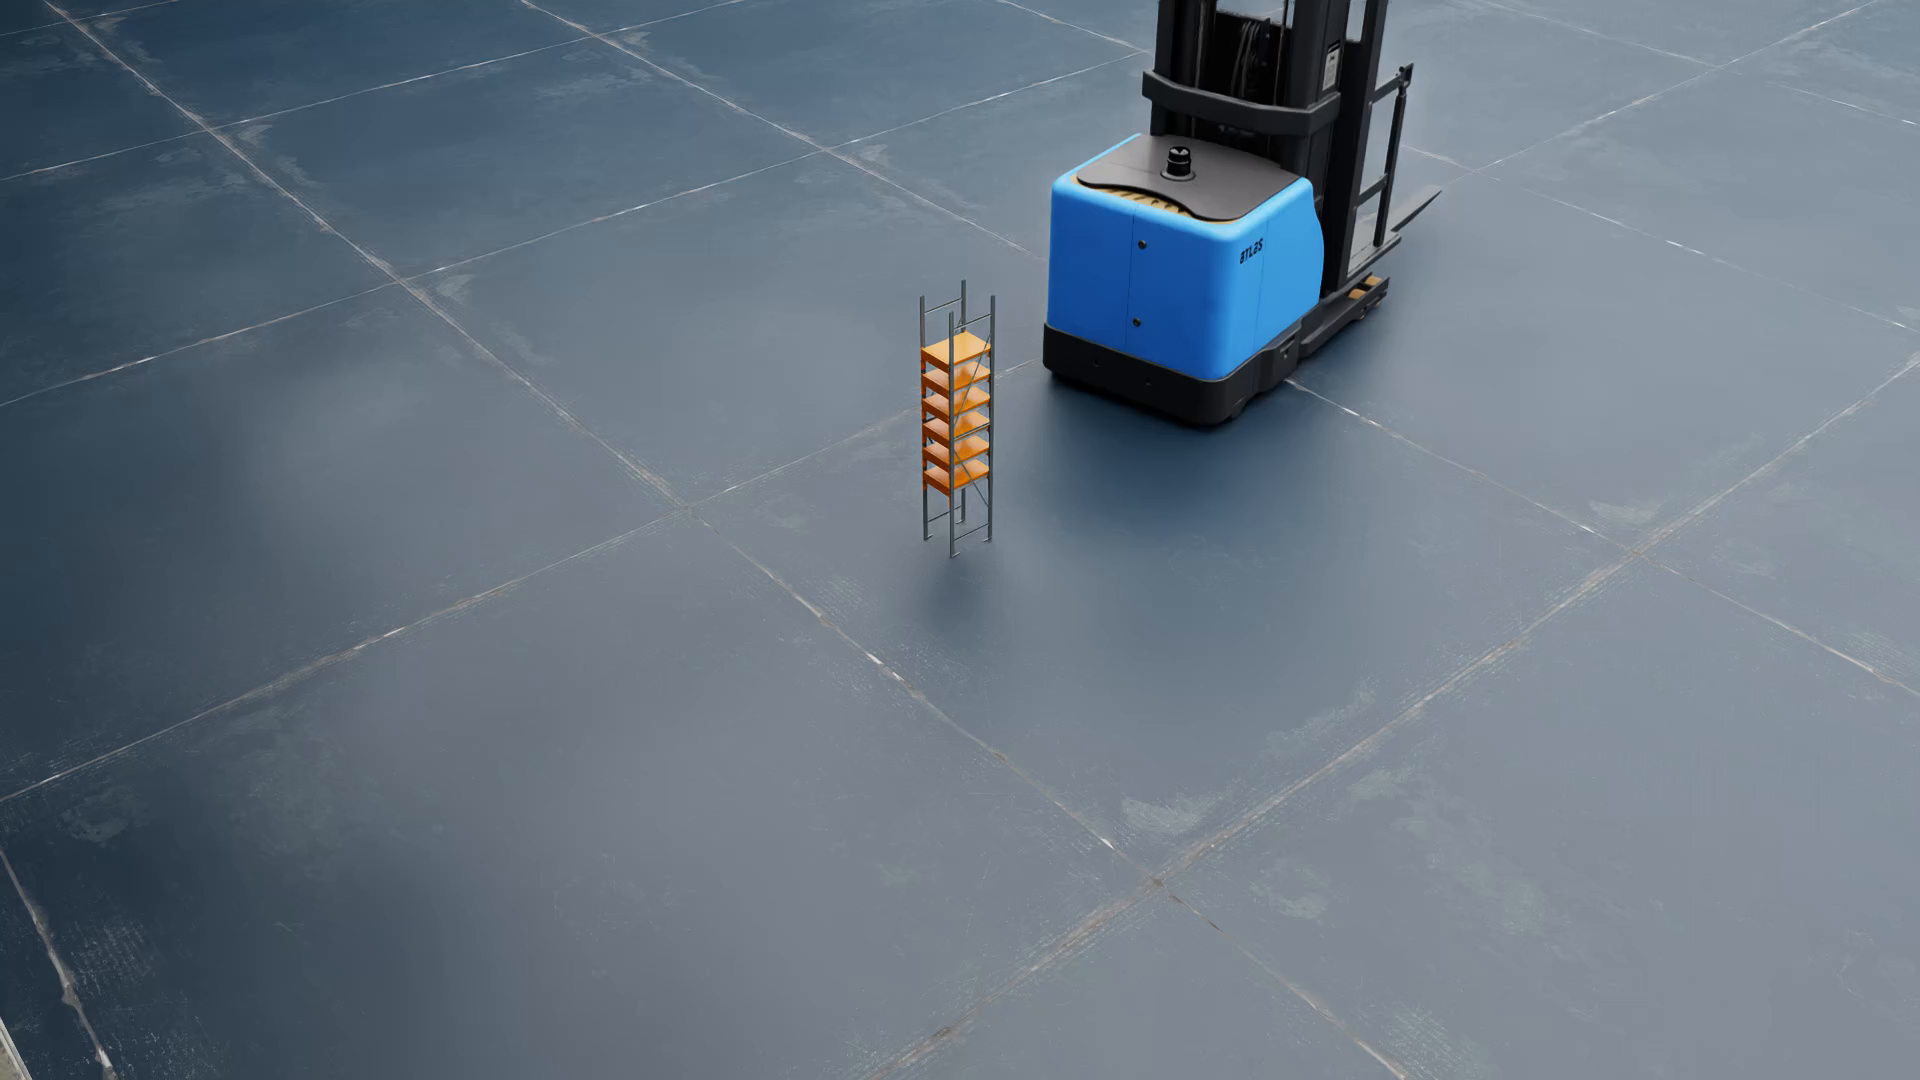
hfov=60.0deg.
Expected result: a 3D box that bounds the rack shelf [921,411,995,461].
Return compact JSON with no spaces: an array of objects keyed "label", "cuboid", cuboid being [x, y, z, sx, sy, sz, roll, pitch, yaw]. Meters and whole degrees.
[{"label":"rack shelf","cuboid":[-0.009,-0.460,7.070,0.258,0.103,0.180,-26,43,-32]}]

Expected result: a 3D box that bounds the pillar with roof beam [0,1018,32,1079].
[{"label":"pillar with roof beam","cuboid":[1.439,-2.861,3.636,9.100,9.000,0.400,-26,43,-32]}]

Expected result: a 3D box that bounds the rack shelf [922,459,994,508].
[{"label":"rack shelf","cuboid":[-0.009,-0.264,7.209,0.258,0.103,0.180,-26,43,-32]}]

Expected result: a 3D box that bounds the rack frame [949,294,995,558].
[{"label":"rack frame","cuboid":[0.050,-0.456,6.987,0.240,1.200,0.006,-26,43,-32]}]

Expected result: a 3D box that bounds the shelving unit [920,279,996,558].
[{"label":"shelving unit","cuboid":[-0.009,-0.496,7.045,0.258,1.200,0.189,-26,43,-32]}]

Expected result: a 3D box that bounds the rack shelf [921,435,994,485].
[{"label":"rack shelf","cuboid":[-0.009,-0.362,7.140,0.258,0.103,0.180,-26,43,-32]}]

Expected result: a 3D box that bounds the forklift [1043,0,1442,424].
[{"label":"forklift","cuboid":[1.714,-2.552,8.450,1.130,2.935,3.031,24,42,30]}]

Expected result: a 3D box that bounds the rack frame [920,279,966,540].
[{"label":"rack frame","cuboid":[-0.068,-0.536,7.102,0.240,1.200,0.006,-26,43,-32]}]

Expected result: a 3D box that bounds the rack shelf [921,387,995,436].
[{"label":"rack shelf","cuboid":[-0.009,-0.558,7.001,0.258,0.103,0.180,-26,43,-32]}]

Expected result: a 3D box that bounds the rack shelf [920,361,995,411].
[{"label":"rack shelf","cuboid":[-0.009,-0.656,6.931,0.258,0.103,0.180,-26,43,-32]}]

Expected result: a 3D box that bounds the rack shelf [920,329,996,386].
[{"label":"rack shelf","cuboid":[-0.009,-0.754,6.862,0.258,0.103,0.180,-26,43,-32]}]
